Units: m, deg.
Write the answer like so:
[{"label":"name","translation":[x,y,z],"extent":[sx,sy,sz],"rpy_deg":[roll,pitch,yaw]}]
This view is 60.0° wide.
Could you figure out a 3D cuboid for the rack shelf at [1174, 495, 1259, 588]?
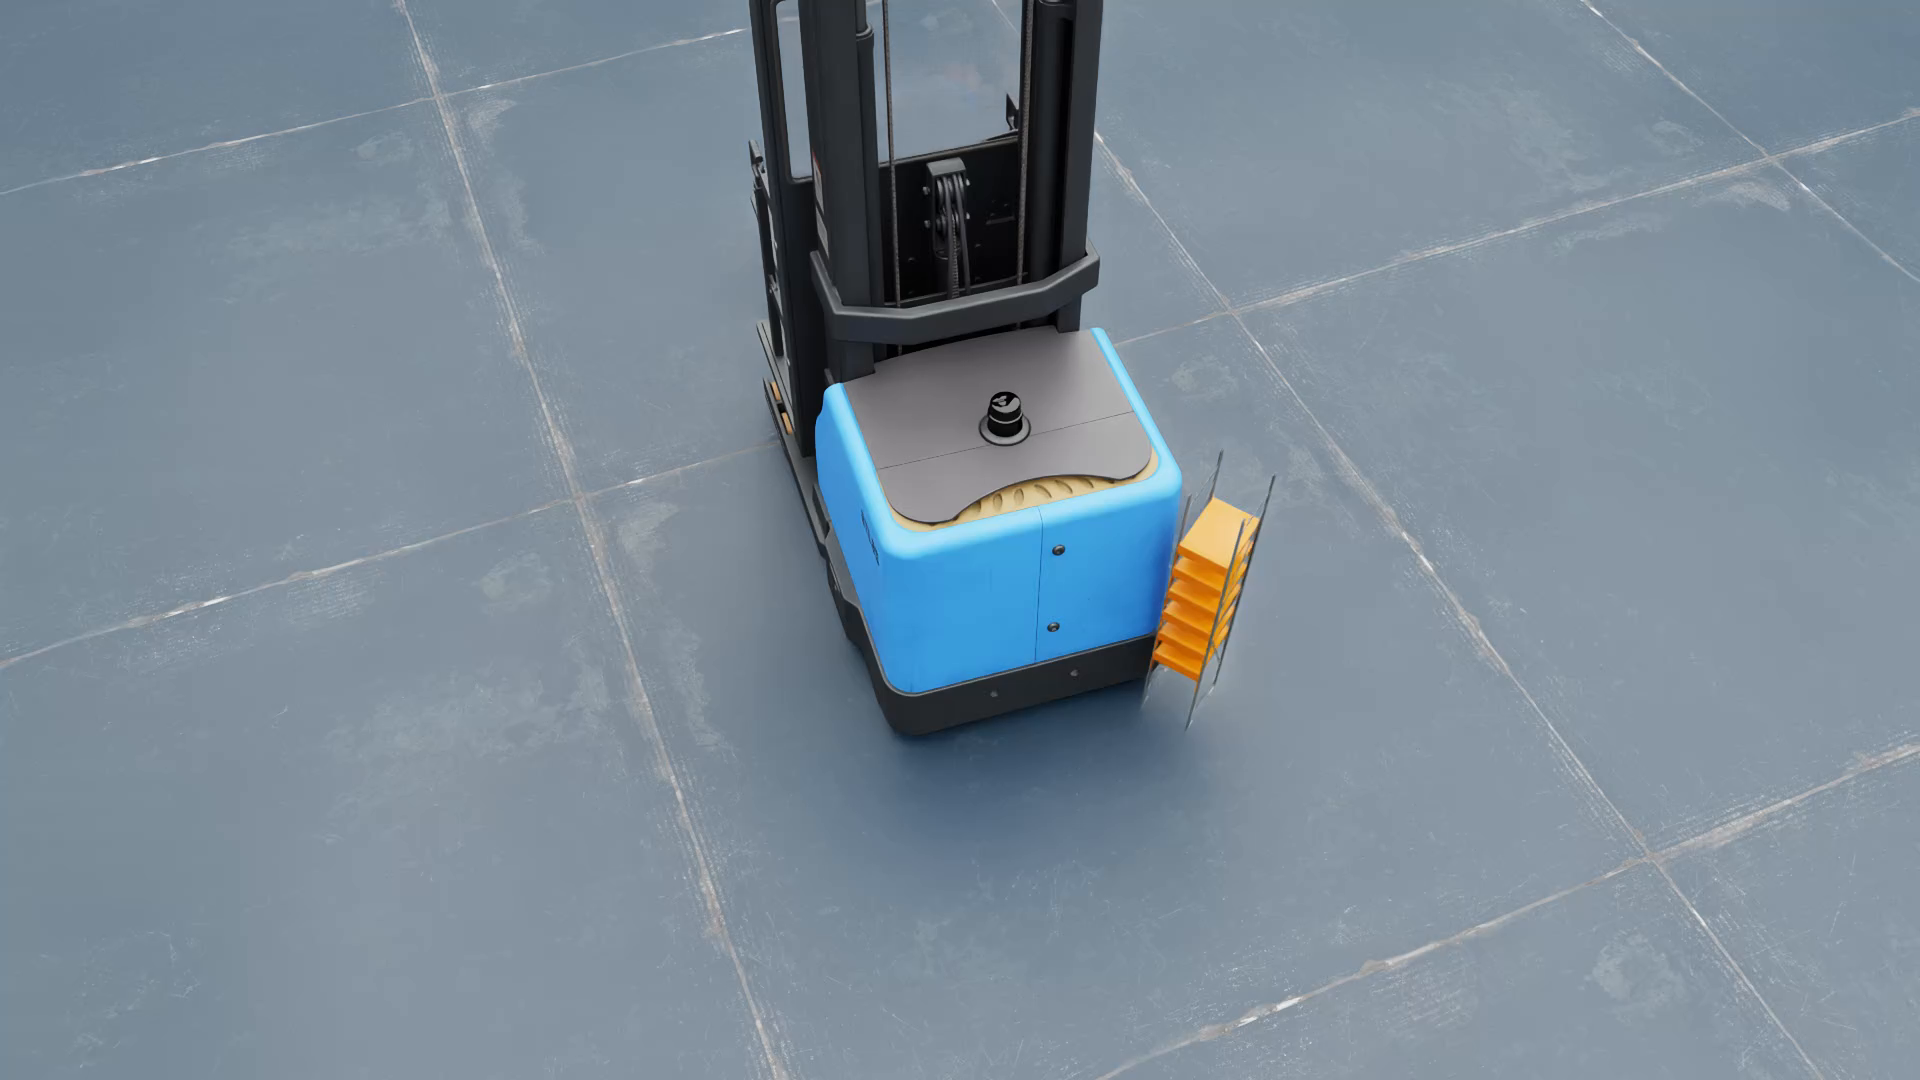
[{"label":"rack shelf","translation":[0.835,0.003,5.374],"extent":[0.180,0.103,0.258],"rpy_deg":[27,55,18]}]

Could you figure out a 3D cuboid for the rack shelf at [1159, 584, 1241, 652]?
[{"label":"rack shelf","translation":[0.820,0.226,5.656],"extent":[0.180,0.103,0.258],"rpy_deg":[27,55,18]}]

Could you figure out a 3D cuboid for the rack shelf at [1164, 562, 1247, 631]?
[{"label":"rack shelf","translation":[0.825,0.152,5.562],"extent":[0.180,0.103,0.258],"rpy_deg":[27,55,18]}]

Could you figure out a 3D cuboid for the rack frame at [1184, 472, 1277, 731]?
[{"label":"rack frame","translation":[0.900,0.239,5.593],"extent":[0.006,1.200,0.240],"rpy_deg":[27,55,18]}]

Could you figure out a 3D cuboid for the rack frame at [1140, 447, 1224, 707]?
[{"label":"rack frame","translation":[0.745,0.159,5.649],"extent":[0.006,1.200,0.240],"rpy_deg":[27,55,18]}]

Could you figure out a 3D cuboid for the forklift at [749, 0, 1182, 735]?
[{"label":"forklift","translation":[-0.188,-1.410,5.869],"extent":[1.130,2.935,3.031],"rpy_deg":[-13,51,-11]}]

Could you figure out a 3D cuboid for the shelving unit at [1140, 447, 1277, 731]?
[{"label":"shelving unit","translation":[0.822,0.199,5.621],"extent":[0.189,1.200,0.258],"rpy_deg":[27,55,18]}]

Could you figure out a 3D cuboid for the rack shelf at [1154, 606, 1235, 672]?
[{"label":"rack shelf","translation":[0.816,0.301,5.750],"extent":[0.180,0.103,0.258],"rpy_deg":[27,55,18]}]

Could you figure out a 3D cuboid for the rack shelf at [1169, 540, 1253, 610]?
[{"label":"rack shelf","translation":[0.830,0.077,5.468],"extent":[0.180,0.103,0.258],"rpy_deg":[27,55,18]}]

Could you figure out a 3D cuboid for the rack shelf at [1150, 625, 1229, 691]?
[{"label":"rack shelf","translation":[0.811,0.375,5.844],"extent":[0.180,0.103,0.258],"rpy_deg":[27,55,18]}]
